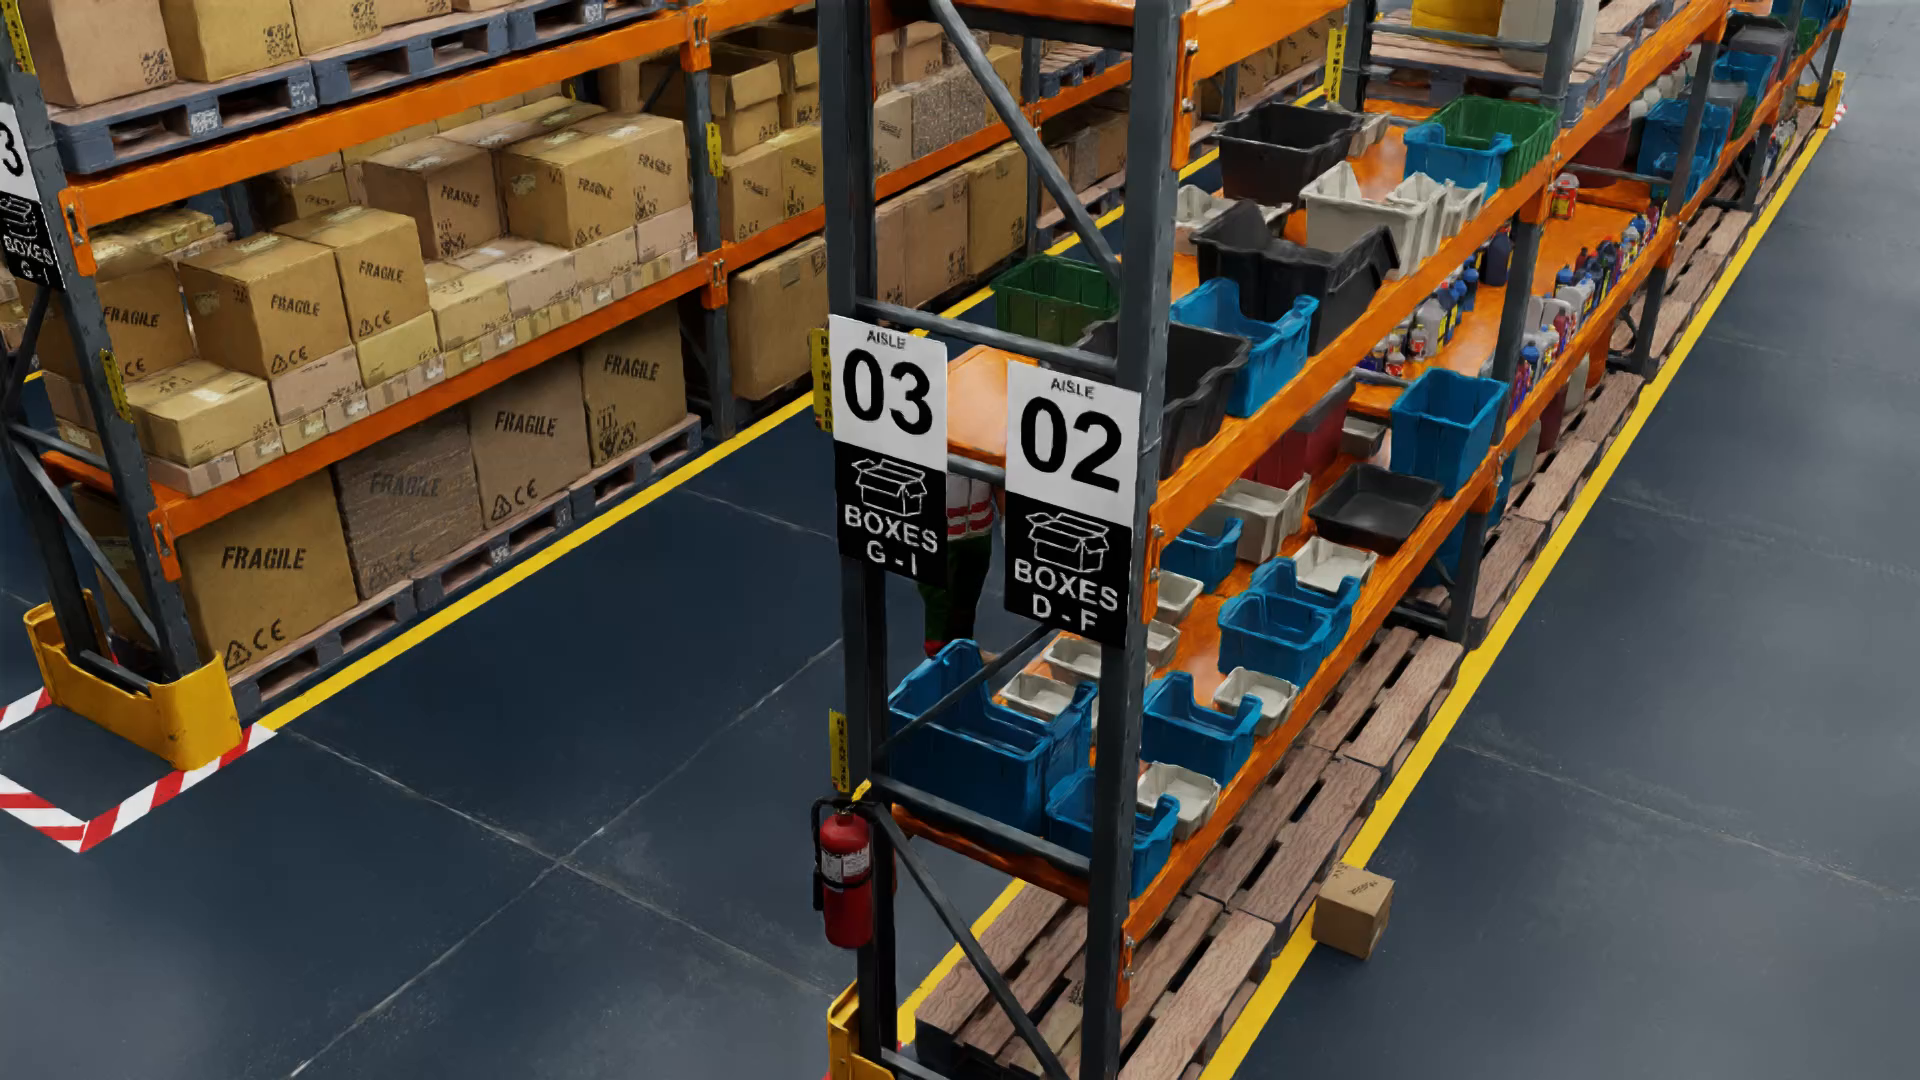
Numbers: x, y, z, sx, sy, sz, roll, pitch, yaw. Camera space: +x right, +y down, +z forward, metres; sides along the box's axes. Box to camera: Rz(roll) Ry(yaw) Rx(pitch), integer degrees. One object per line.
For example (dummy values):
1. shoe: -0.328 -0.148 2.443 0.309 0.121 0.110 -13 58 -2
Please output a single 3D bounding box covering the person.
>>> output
1. person: -0.007 -0.014 8.138 0.663 1.786 0.569 -16 34 -26
